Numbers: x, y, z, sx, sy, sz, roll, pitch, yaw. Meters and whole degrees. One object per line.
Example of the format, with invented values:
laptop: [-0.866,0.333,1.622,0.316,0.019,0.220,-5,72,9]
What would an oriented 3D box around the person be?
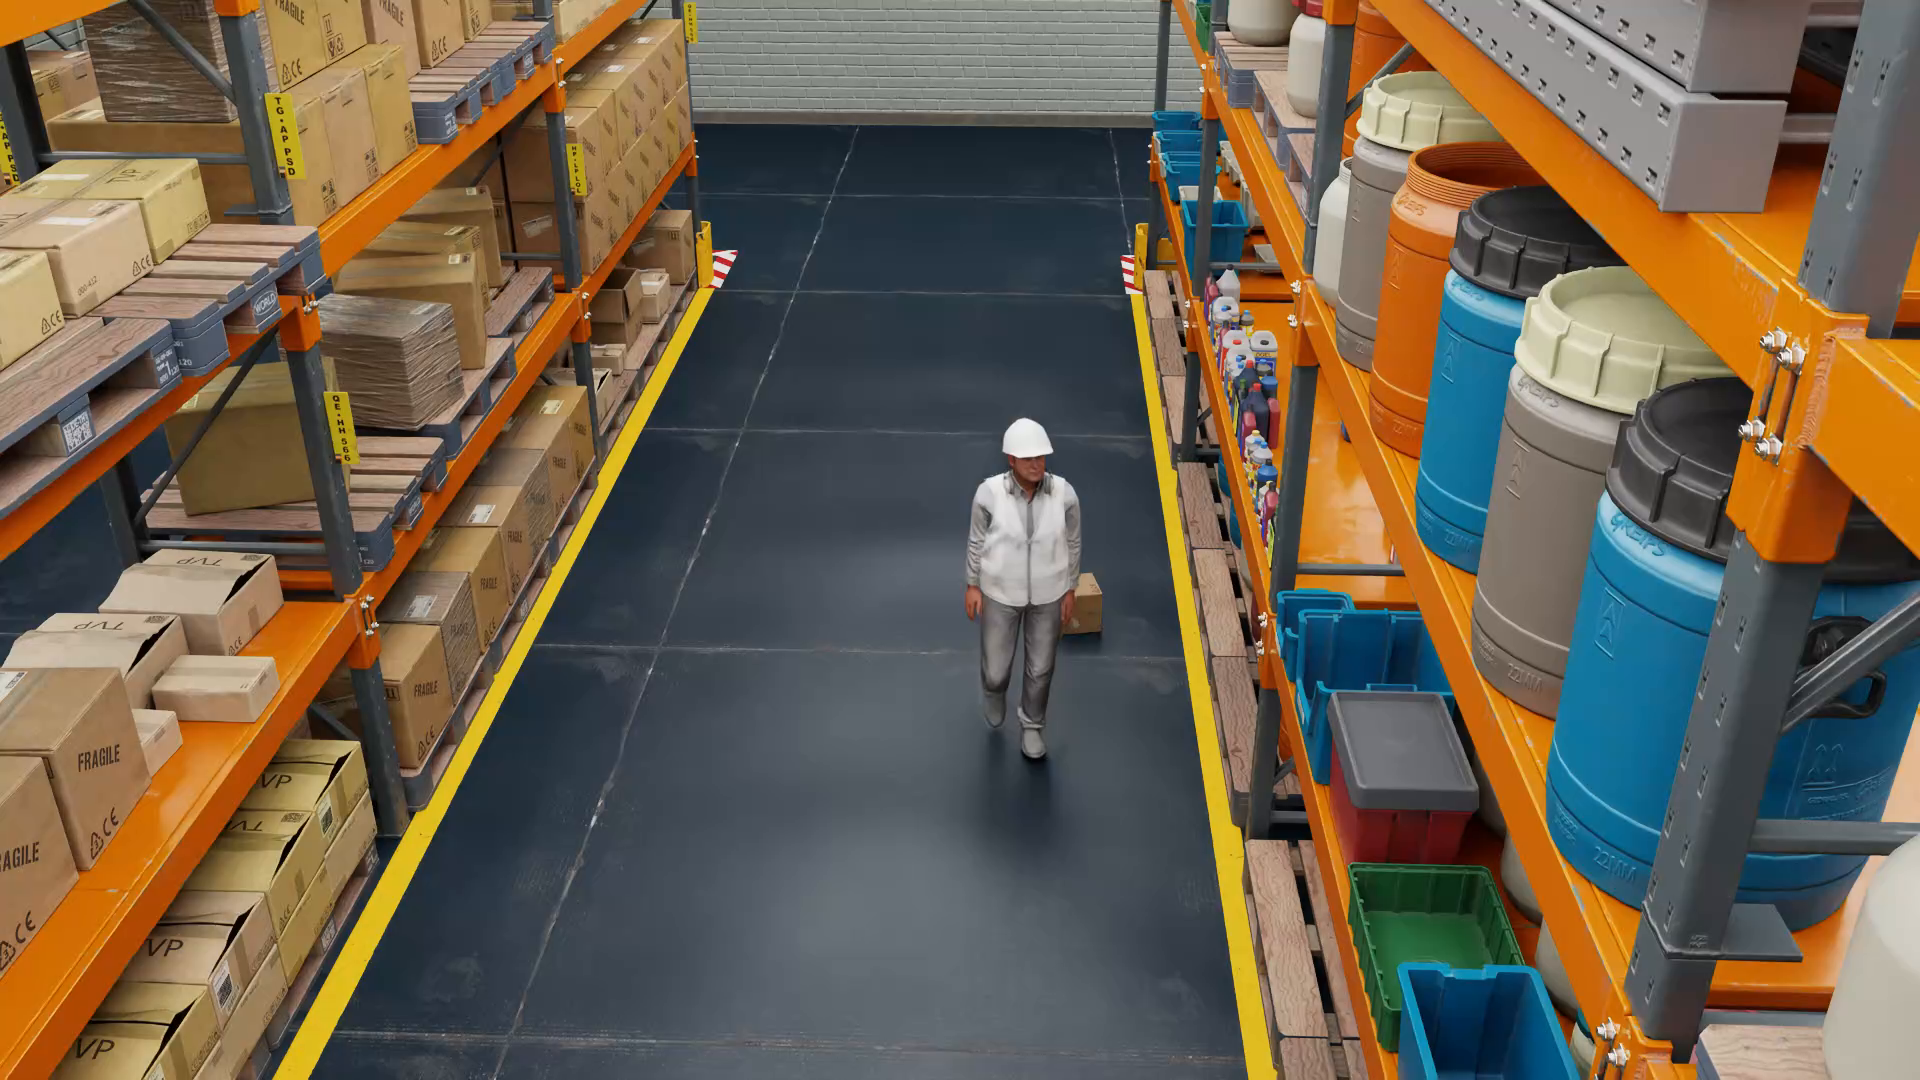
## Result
person: [0.308,0.233,8.093,0.562,1.766,0.499,-3,28,-6]
